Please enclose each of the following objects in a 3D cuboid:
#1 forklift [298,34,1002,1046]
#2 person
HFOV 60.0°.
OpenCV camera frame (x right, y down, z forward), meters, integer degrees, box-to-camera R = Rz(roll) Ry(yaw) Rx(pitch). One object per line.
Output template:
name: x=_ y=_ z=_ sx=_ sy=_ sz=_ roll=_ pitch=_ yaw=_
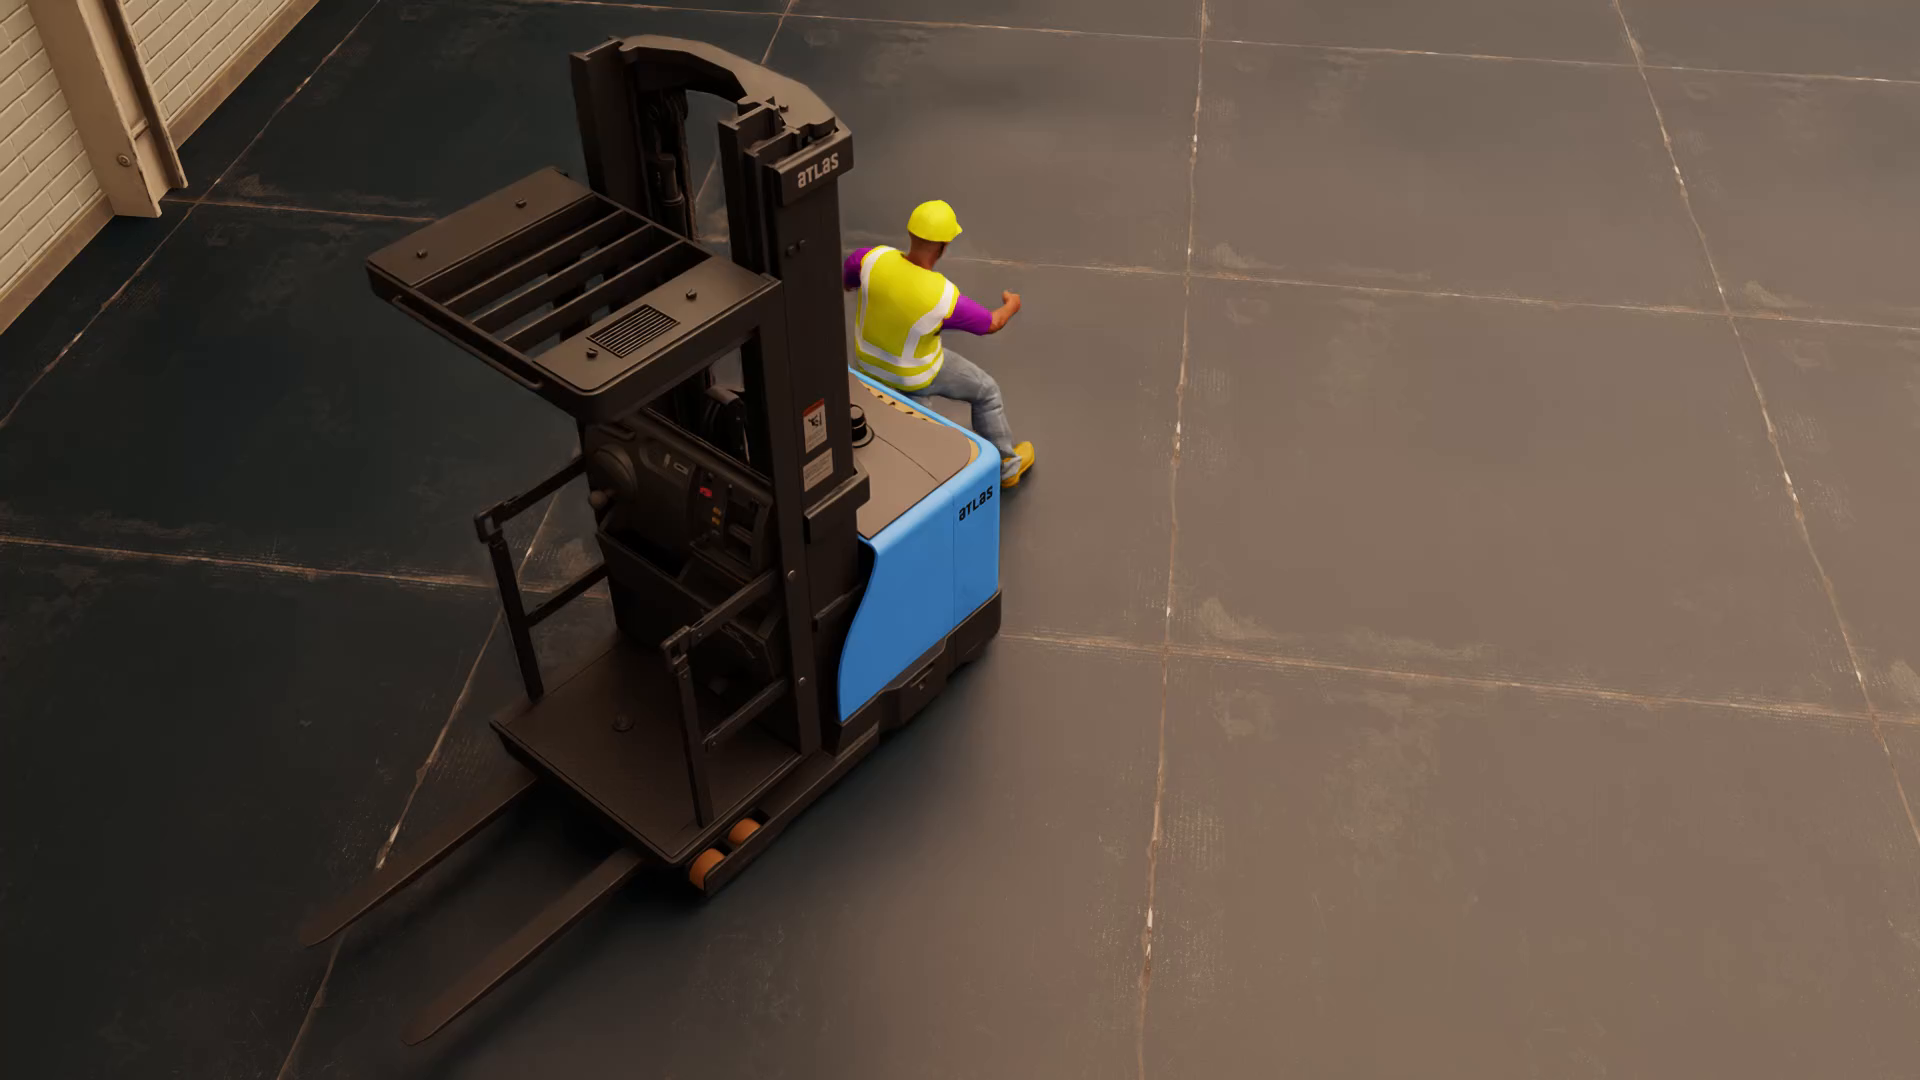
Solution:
forklift: x=-1.155 y=-0.112 z=5.847 sx=1.130 sy=2.935 sz=3.031 roll=30 pitch=50 yaw=28
person: x=-0.112 y=-0.977 z=7.791 sx=0.867 sy=1.590 sz=0.782 roll=23 pitch=47 yaw=23
